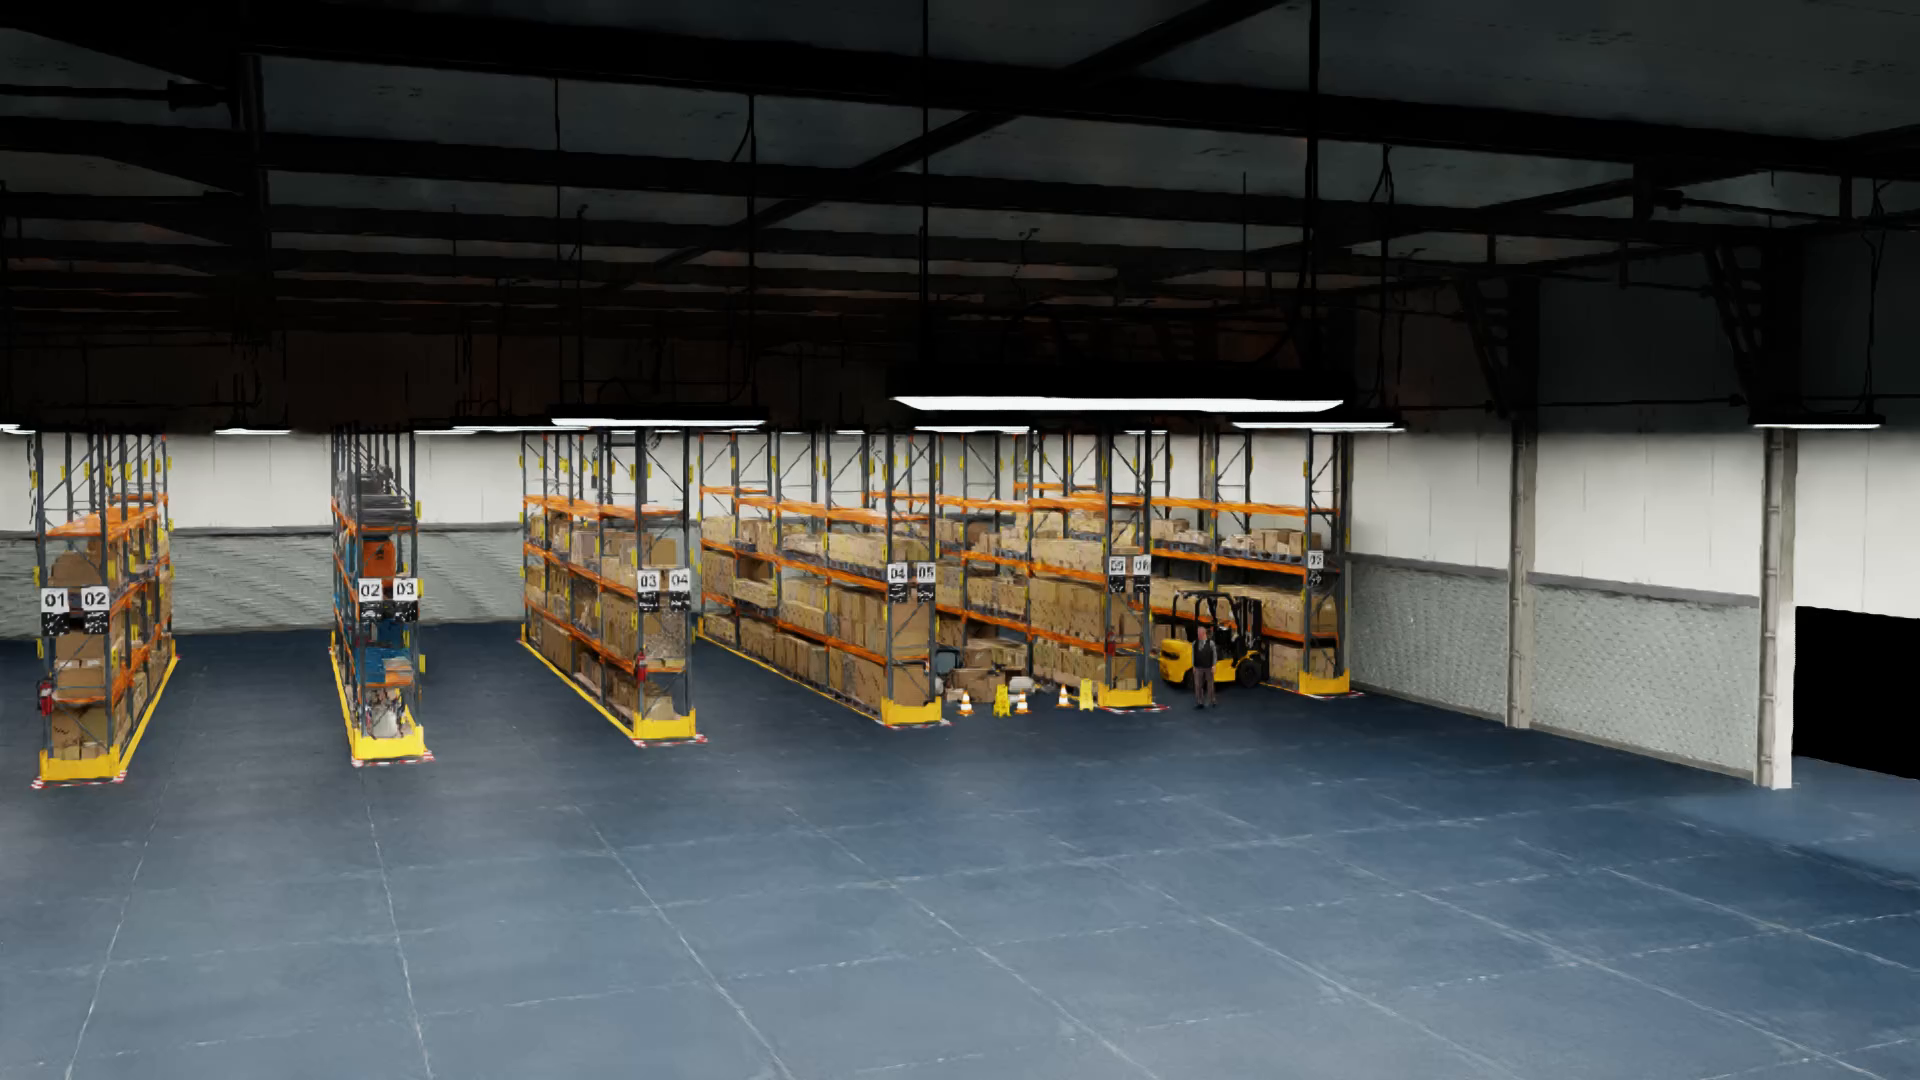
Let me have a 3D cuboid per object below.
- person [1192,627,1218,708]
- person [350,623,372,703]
[{"bbox_3d":[5.161,2.683,35.115,0.560,1.707,0.588,2,4,24],"label":"person"},{"bbox_3d":[-12.327,2.530,34.167,0.480,1.664,0.642,-1,4,-11],"label":"person"}]
